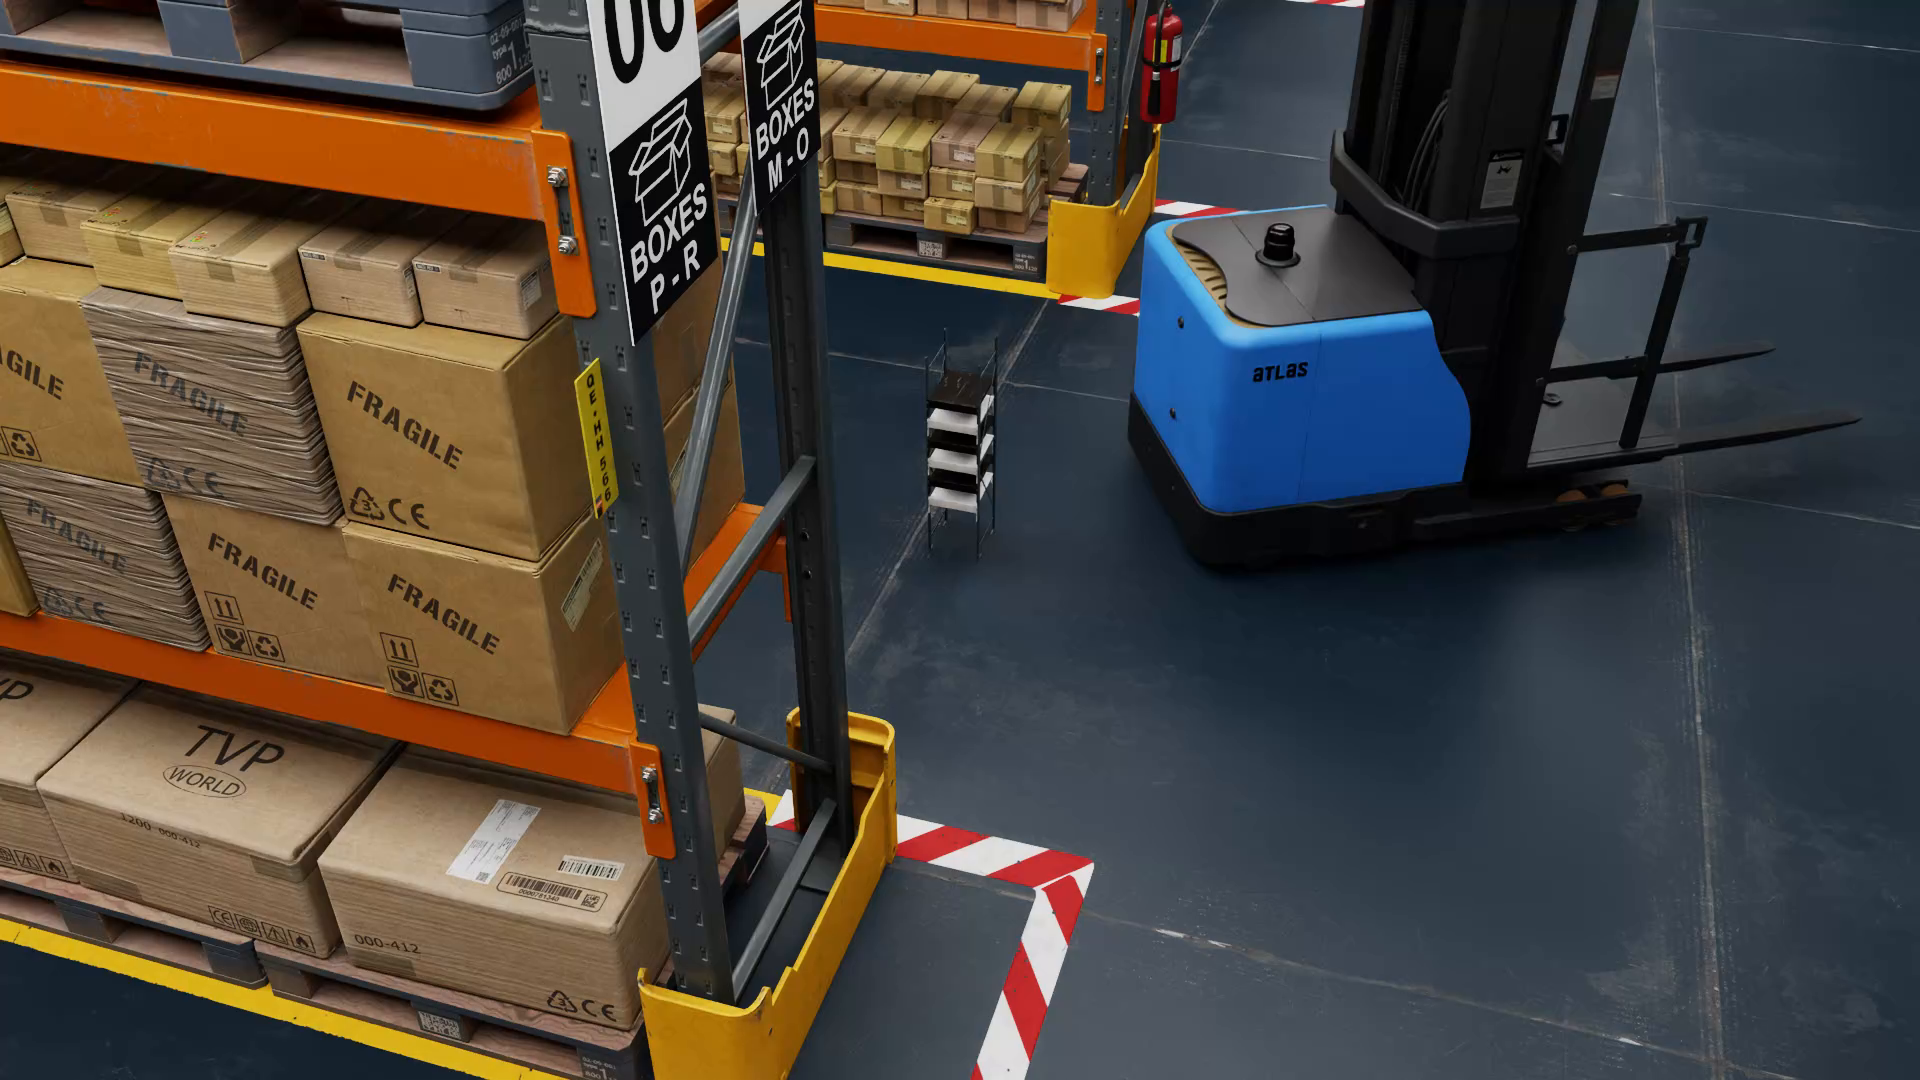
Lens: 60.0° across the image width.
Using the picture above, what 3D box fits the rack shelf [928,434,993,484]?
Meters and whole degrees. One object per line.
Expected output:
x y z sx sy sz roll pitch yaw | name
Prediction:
0.008 -0.334 6.501 0.200 0.077 0.258 10 38 14 | rack shelf

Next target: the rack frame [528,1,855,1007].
-0.546 0.057 4.142 0.127 3.000 1.000 10 38 14 | rack frame

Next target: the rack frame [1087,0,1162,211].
0.834 -2.762 7.972 0.127 3.000 1.000 10 38 14 | rack frame

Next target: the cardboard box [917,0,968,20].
-0.032 -2.659 8.044 0.250 0.149 0.380 10 38 13 | cardboard box

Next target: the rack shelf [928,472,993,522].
0.008 -0.189 6.608 0.200 0.077 0.258 10 38 14 | rack shelf

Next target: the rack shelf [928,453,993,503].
0.008 -0.262 6.554 0.200 0.077 0.258 10 38 14 | rack shelf

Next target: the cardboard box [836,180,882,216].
-0.473 -1.877 8.821 0.250 0.149 0.380 11 38 14 | cardboard box

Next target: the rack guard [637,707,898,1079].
-0.523 1.068 4.877 0.348 0.500 1.175 10 38 14 | rack guard

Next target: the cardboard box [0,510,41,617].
-2.550 -0.185 4.387 0.500 0.500 0.500 12 38 15 | cardboard box

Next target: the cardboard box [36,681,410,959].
-2.082 0.703 5.072 0.875 0.438 0.875 11 38 15 | cardboard box

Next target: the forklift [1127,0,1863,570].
2.300 -1.514 6.335 3.031 2.935 1.130 -8 37 -10 | forklift

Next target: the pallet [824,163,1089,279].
-0.004 -1.816 9.039 1.213 0.211 1.003 10 38 14 | pallet

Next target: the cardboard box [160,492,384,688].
-1.560 -0.016 4.157 0.500 0.500 0.500 10 37 13 | cardboard box

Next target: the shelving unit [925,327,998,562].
0.008 -0.361 6.481 0.210 0.900 0.258 10 38 14 | shelving unit

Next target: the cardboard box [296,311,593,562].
-1.077 -0.336 3.749 0.500 0.500 0.500 12 38 15 | cardboard box

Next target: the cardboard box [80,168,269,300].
-1.697 -0.694 3.688 0.250 0.149 0.380 11 38 15 | cardboard box

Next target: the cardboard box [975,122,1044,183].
0.253 -1.972 8.448 0.250 0.149 0.380 11 38 14 | cardboard box

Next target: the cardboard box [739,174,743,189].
-0.990 -1.947 8.915 0.250 0.149 0.380 11 38 15 | cardboard box

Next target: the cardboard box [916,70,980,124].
-0.066 -2.405 9.036 0.250 0.149 0.380 10 38 14 | cardboard box

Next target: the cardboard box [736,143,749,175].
-0.989 -2.065 8.825 0.250 0.149 0.380 12 38 16 | cardboard box

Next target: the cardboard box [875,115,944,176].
-0.255 -2.023 8.517 0.250 0.149 0.380 10 37 13 | cardboard box

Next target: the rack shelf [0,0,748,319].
-2.455 -1.215 3.946 4.000 0.370 1.077 10 38 14 | rack shelf

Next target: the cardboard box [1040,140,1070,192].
0.429 -2.056 9.064 0.250 0.149 0.380 11 38 15 | cardboard box

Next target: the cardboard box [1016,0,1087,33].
0.438 -2.558 7.907 0.250 0.149 0.380 11 38 14 | cardboard box

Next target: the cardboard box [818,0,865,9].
-0.525 -2.754 8.174 0.250 0.149 0.380 9 37 12 | cardboard box

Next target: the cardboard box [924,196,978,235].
-0.006 -1.746 8.642 0.250 0.149 0.380 12 38 15 | cardboard box

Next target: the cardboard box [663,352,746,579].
-0.918 -0.231 4.448 0.500 0.500 0.500 10 38 14 | cardboard box

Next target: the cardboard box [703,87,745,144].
-1.233 -2.260 8.839 0.250 0.149 0.380 11 38 14 | cardboard box

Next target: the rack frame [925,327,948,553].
-0.089 -0.379 6.506 0.006 0.900 0.240 10 38 14 | rack frame

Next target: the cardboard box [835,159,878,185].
-0.477 -2.031 8.778 0.250 0.149 0.380 10 38 13 | cardboard box

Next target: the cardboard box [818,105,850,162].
-0.756 -2.121 8.650 0.250 0.149 0.380 12 38 16 | cardboard box

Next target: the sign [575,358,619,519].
-0.721 -0.200 3.315 0.005 0.325 0.100 10 38 14 | sign

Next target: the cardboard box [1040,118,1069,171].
0.410 -2.140 8.927 0.250 0.149 0.380 12 38 16 | cardboard box

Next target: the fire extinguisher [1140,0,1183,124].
0.937 -2.275 7.690 0.183 0.674 0.296 10 38 14 | fire extinguisher

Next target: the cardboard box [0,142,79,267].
-2.182 -0.792 3.820 0.250 0.149 0.380 11 38 15 | cardboard box

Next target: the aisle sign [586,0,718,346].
-0.569 -0.802 3.116 0.004 0.787 0.394 10 38 14 | aisle sign

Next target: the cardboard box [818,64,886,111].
-0.590 -2.456 9.105 0.250 0.149 0.380 12 38 16 | cardboard box

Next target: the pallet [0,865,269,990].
-2.493 0.866 5.395 1.213 0.211 1.003 10 38 14 | pallet

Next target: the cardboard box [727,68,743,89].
-1.096 -2.519 9.190 0.250 0.149 0.380 11 38 14 | cardboard box

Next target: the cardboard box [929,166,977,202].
0.012 -1.911 8.616 0.250 0.149 0.380 10 37 13 | cardboard box

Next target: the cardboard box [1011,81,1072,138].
0.435 -2.307 8.903 0.250 0.149 0.380 9 37 12 | cardboard box

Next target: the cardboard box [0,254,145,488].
-2.056 -0.501 3.973 0.500 0.500 0.500 10 38 14 | cardboard box

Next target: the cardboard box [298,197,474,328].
-1.197 -0.629 3.598 0.250 0.149 0.380 11 38 15 | cardboard box
